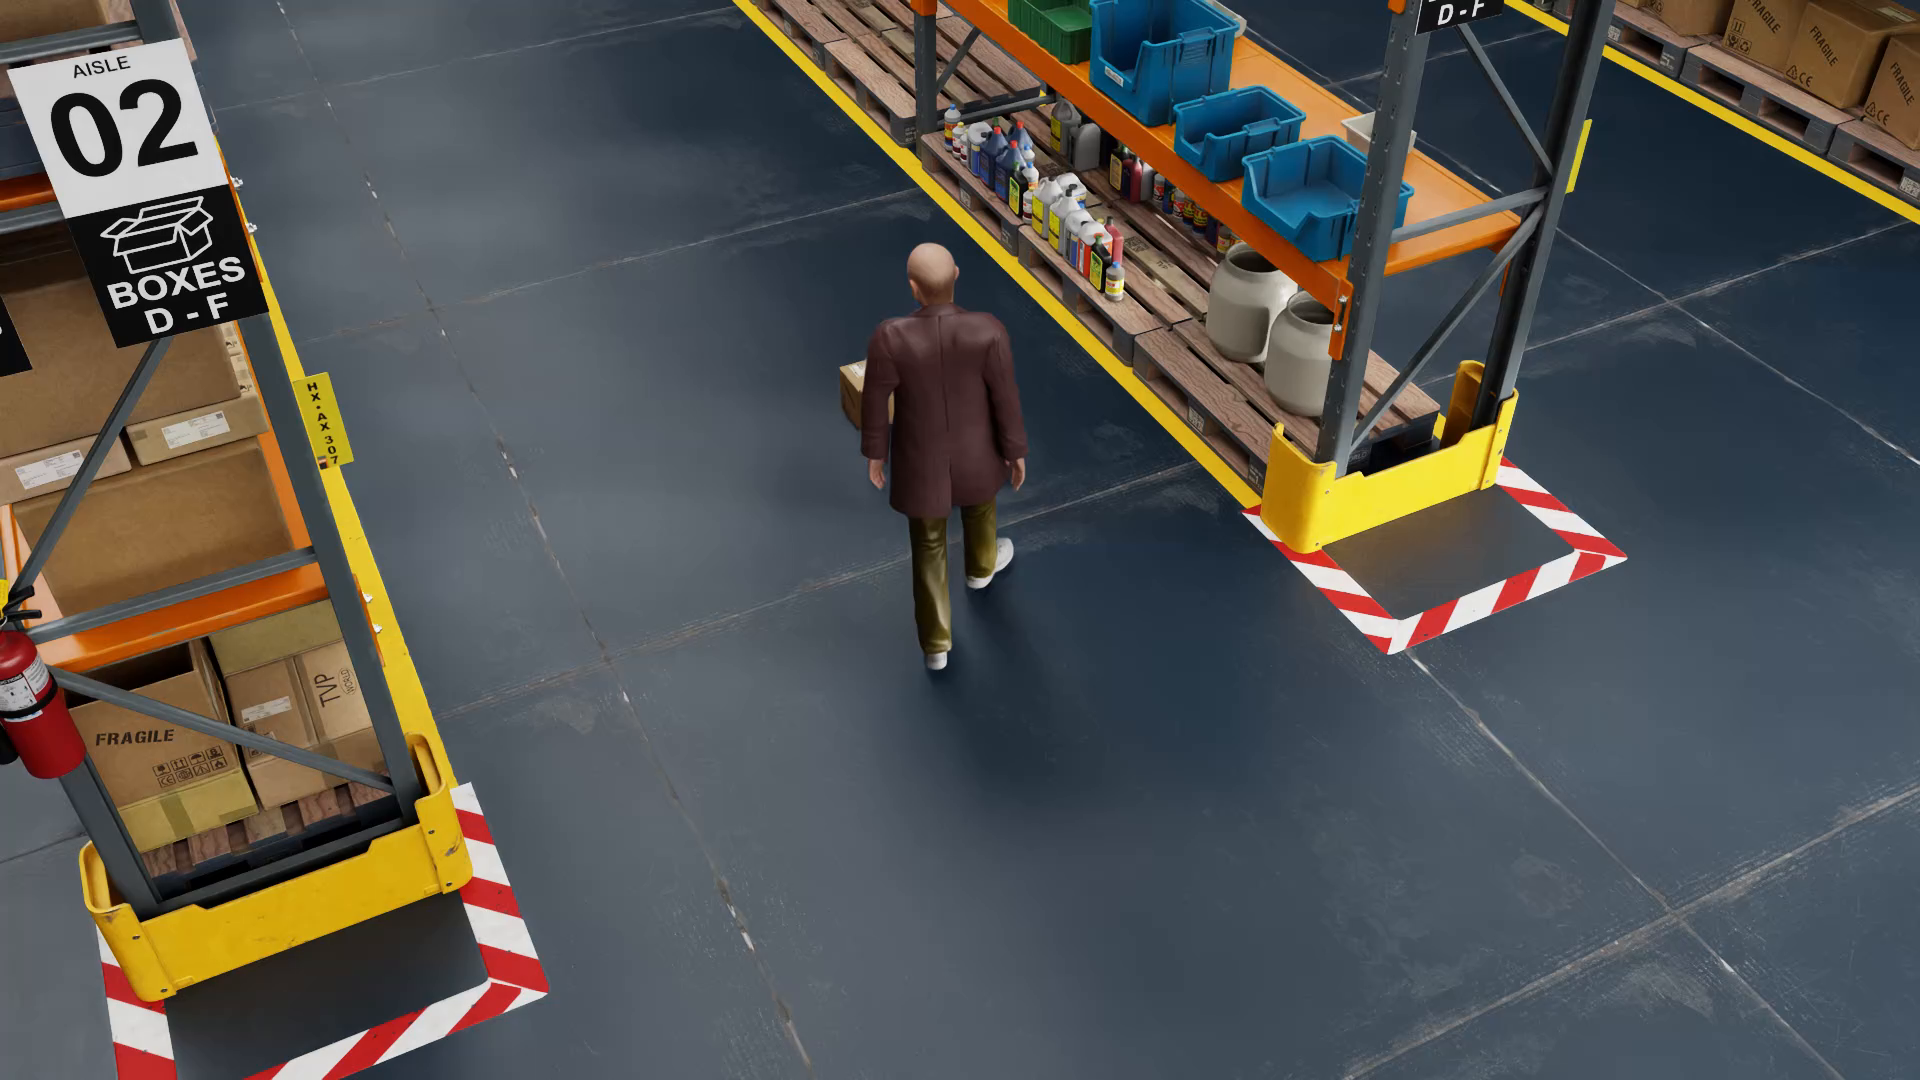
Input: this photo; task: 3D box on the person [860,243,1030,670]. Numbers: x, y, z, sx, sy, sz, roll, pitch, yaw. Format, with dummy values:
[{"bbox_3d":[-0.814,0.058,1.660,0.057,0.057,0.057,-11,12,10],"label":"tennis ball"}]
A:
[{"bbox_3d":[-0.061,-0.368,6.595,0.669,1.770,0.819,-3,41,-4],"label":"person"}]
